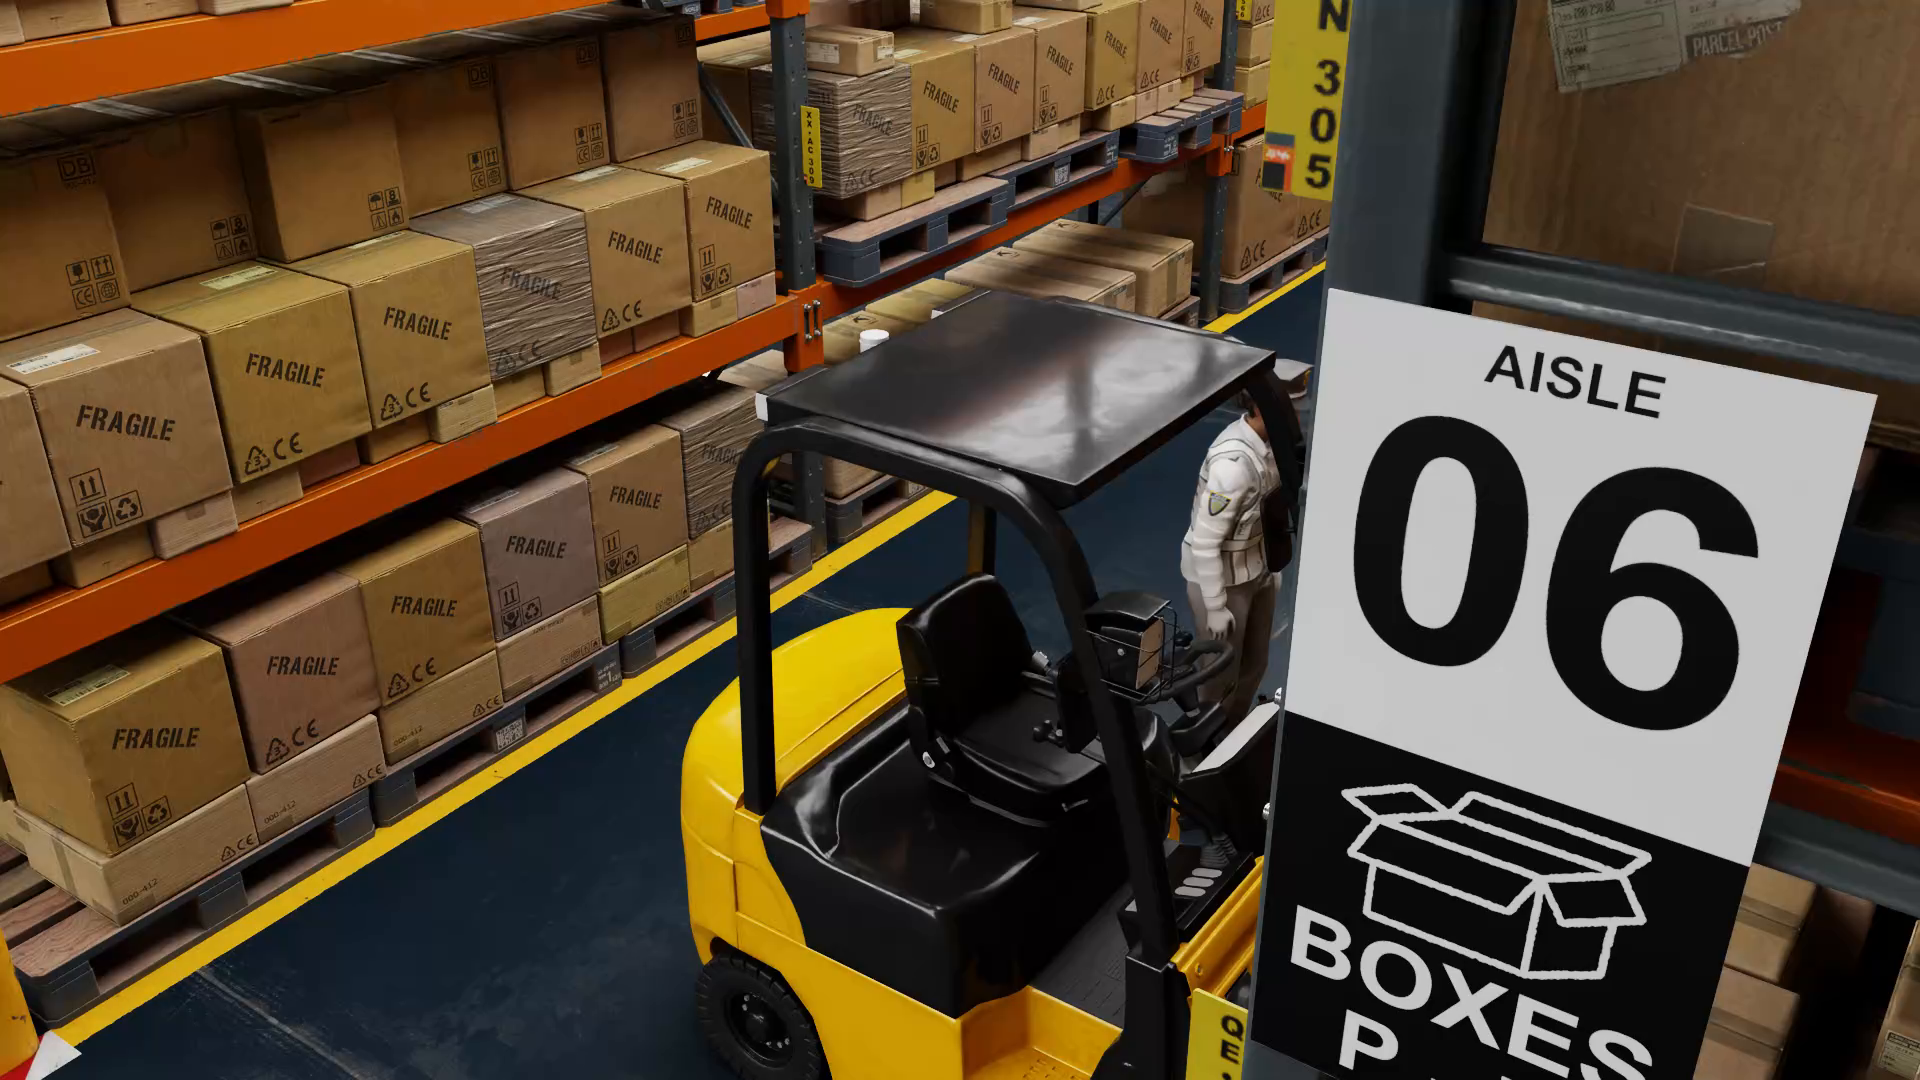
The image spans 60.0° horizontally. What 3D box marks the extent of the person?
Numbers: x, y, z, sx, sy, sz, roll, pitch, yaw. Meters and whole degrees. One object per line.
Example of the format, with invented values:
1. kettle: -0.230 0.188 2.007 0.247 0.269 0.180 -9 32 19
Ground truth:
1. person: 0.976 0.149 5.822 0.374 1.664 0.528 17 32 30
